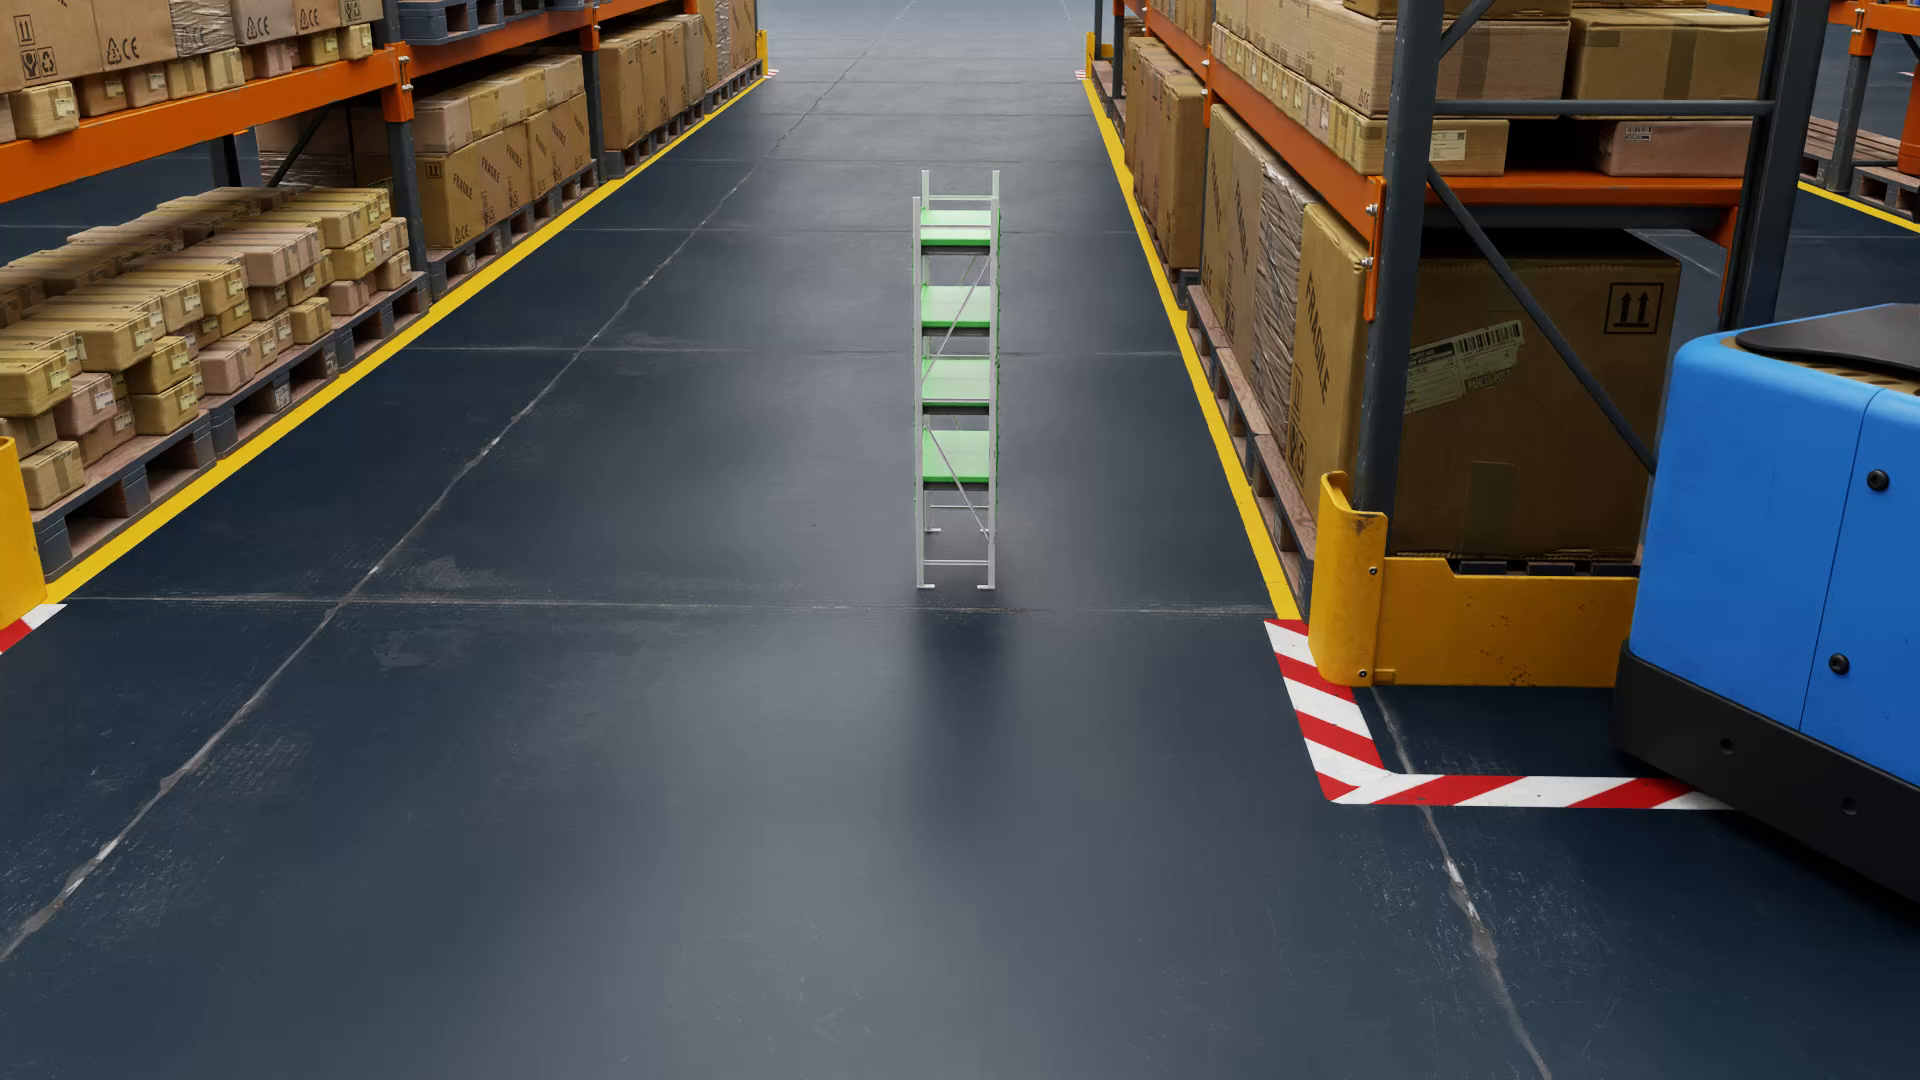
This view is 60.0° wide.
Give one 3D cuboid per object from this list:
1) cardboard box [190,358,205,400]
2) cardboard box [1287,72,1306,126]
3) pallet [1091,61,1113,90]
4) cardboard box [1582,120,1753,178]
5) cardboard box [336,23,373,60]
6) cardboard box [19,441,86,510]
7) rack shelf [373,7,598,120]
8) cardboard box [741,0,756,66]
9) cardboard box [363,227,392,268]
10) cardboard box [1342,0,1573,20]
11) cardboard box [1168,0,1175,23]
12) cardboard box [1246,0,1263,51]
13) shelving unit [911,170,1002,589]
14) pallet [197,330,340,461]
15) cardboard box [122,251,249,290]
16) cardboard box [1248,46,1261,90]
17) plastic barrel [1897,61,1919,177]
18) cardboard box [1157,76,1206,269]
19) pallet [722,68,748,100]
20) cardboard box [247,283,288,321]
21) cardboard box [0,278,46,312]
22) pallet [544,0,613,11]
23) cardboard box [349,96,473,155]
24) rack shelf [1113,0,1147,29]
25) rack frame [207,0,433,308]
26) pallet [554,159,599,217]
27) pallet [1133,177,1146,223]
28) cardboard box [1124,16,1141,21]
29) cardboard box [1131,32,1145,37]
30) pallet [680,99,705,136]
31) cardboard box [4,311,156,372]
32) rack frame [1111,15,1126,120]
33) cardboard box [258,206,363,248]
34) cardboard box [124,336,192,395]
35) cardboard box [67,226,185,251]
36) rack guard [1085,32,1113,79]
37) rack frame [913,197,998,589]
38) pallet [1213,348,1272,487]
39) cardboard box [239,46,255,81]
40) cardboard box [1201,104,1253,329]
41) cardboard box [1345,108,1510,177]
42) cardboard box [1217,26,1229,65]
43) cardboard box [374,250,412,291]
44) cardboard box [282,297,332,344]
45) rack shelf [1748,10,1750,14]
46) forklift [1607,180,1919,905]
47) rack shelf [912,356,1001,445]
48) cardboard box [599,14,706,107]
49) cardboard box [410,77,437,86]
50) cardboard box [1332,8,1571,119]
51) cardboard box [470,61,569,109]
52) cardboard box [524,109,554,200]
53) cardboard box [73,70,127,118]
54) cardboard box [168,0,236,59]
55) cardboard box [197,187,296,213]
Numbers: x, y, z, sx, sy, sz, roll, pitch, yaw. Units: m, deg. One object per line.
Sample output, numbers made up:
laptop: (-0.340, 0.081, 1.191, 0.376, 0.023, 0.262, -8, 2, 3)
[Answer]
cardboard box: (-3.082, -0.580, 6.237, 0.380, 0.149, 0.250, 1, 21, 2)
cardboard box: (1.291, -1.451, 5.468, 0.380, 0.149, 0.250, 0, 21, 0)
pallet: (2.004, -5.230, 18.717, 1.003, 0.211, 1.213, 1, 21, 2)
cardboard box: (1.921, -1.074, 4.496, 0.380, 0.149, 0.250, 1, 21, 2)
cardboard box: (-2.927, -2.286, 7.621, 0.380, 0.149, 0.250, 0, 21, 0)
cardboard box: (-3.039, -0.210, 5.283, 0.380, 0.149, 0.250, 1, 21, 3)
rack shelf: (-3.192, -2.991, 10.086, 1.077, 0.370, 4.000, 1, 21, 2)
cardboard box: (-2.843, -5.901, 18.949, 0.875, 0.875, 0.875, 1, 21, 2)
cardboard box: (-2.941, -1.393, 7.923, 0.380, 0.149, 0.250, 0, 21, -1)
cardboard box: (1.332, -1.663, 4.429, 0.500, 0.500, 0.500, 1, 21, 2)
cardboard box: (1.494, -3.280, 9.697, 0.500, 0.500, 0.500, 1, 21, 2)
cardboard box: (1.395, -2.047, 6.454, 0.500, 0.250, 0.500, 1, 21, 3)
shelving unit: (-0.005, -0.500, 5.158, 0.258, 1.200, 0.503, 1, 21, 2)
pallet: (-3.272, -0.618, 6.830, 1.003, 0.211, 1.213, 1, 21, 2)
cardboard box: (-3.087, -1.055, 6.639, 0.380, 0.149, 0.250, 1, 21, 2)
cardboard box: (1.321, -1.823, 6.428, 0.380, 0.149, 0.250, 1, 21, 2)
plastic barrel: (6.776, -2.911, 11.304, 0.600, 0.830, 0.708, 1, 21, 2)
cardboard box: (1.701, -1.949, 8.762, 1.225, 0.875, 0.875, 1, 21, 2)
pallet: (-2.874, -4.912, 17.897, 1.003, 0.211, 1.213, 1, 21, 2)
cardboard box: (-3.053, -1.018, 6.954, 0.380, 0.149, 0.250, 0, 21, -1)
cardboard box: (-3.642, -0.871, 6.166, 0.380, 0.149, 0.250, 1, 21, 4)
pallet: (-3.047, -3.701, 11.187, 1.213, 0.211, 1.003, 1, 21, 2)
cardboard box: (-2.966, -2.248, 9.013, 0.500, 0.250, 0.500, 0, 21, -1)
rack shelf: (1.884, -4.346, 13.578, 1.077, 0.370, 4.000, 1, 21, 2)
rack frame: (-3.253, -2.603, 8.092, 1.000, 3.000, 0.127, 1, 21, 2)
pallet: (-3.157, -2.467, 11.595, 1.003, 0.211, 1.213, 1, 21, 2)
pallet: (1.724, -2.374, 11.356, 1.003, 0.211, 1.213, 1, 21, 2)
cardboard box: (2.031, -5.656, 18.834, 0.500, 0.500, 0.500, 5, 22, 12)
cardboard box: (2.007, -4.787, 16.593, 0.500, 0.500, 0.500, 8, 22, 19)
pallet: (-2.958, -3.916, 15.330, 1.003, 0.211, 1.213, 1, 21, 2)
cardboard box: (-2.995, -0.678, 5.666, 0.380, 0.149, 0.250, 1, 21, 1)
rack frame: (1.945, -5.405, 15.312, 1.000, 3.000, 0.127, 1, 21, 2)
cardboard box: (-2.972, -1.433, 7.614, 0.380, 0.149, 0.250, 0, 21, 1)
cardboard box: (-3.002, -0.628, 5.951, 0.380, 0.149, 0.250, 1, 21, 3)
cardboard box: (-3.571, -1.249, 7.138, 0.380, 0.149, 0.250, 1, 21, 3)
rack guard: (2.064, -5.658, 19.420, 1.175, 0.500, 0.348, 1, 21, 2)
rack frame: (-0.012, -0.411, 4.930, 0.240, 1.200, 0.015, 1, 21, 2)
pallet: (1.566, -0.496, 6.515, 1.003, 0.211, 1.213, 1, 21, 2)
cardboard box: (-3.066, -1.907, 6.645, 0.380, 0.149, 0.250, 0, 21, 1)
cardboard box: (1.602, -1.480, 7.553, 0.875, 0.875, 0.875, 1, 21, 2)
cardboard box: (1.262, -1.081, 4.516, 0.380, 0.149, 0.250, 1, 21, 3)
cardboard box: (1.352, -2.197, 7.391, 0.380, 0.149, 0.250, 0, 21, 0)
cardboard box: (-2.924, -1.325, 8.156, 0.380, 0.149, 0.250, 1, 21, 2)
cardboard box: (-2.956, -0.950, 7.192, 0.380, 0.149, 0.250, 1, 21, 2)
rack shelf: (6.956, -5.738, 17.165, 1.077, 0.370, 4.000, 1, 21, 2)
forklift: (3.132, -0.922, 3.852, 3.031, 2.935, 1.130, -11, 24, -27)
rack shelf: (-0.005, -0.440, 5.181, 0.258, 0.148, 0.480, 1, 21, 2)
cardboard box: (-2.939, -4.417, 15.297, 1.050, 0.750, 0.750, 1, 21, 1)
cardboard box: (-3.452, -2.632, 10.005, 0.500, 0.250, 0.500, 0, 21, -1)
cardboard box: (1.329, -1.313, 4.562, 0.500, 0.250, 0.500, 0, 21, 1)
cardboard box: (-2.895, -2.997, 10.944, 0.500, 0.250, 0.500, 1, 21, 2)
cardboard box: (-2.909, -2.460, 10.598, 0.500, 0.500, 0.500, 0, 21, -1)
cardboard box: (-3.105, -1.536, 5.687, 0.380, 0.149, 0.250, 0, 21, 1)
cardboard box: (-3.057, -2.057, 6.134, 0.500, 0.500, 0.500, 0, 21, 0)
cardboard box: (-3.471, -1.625, 8.109, 0.380, 0.149, 0.250, 1, 21, 4)
